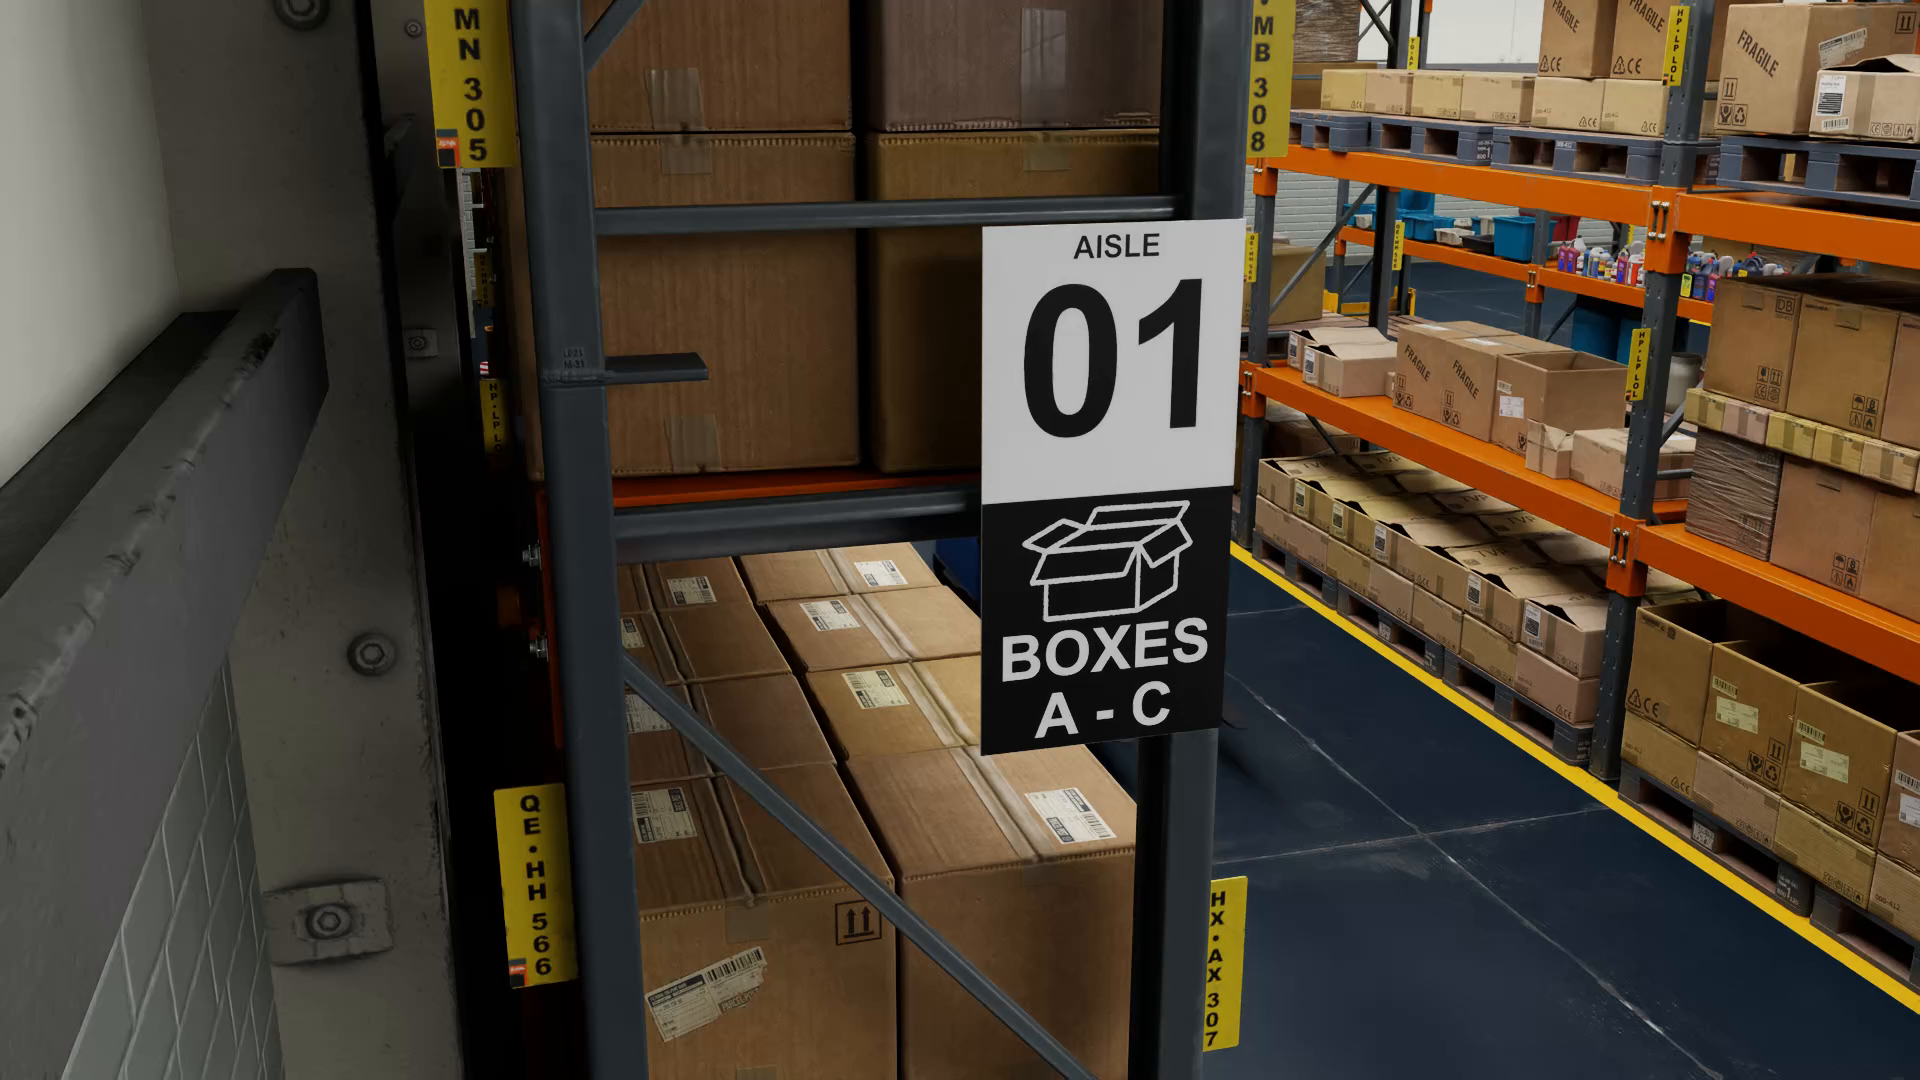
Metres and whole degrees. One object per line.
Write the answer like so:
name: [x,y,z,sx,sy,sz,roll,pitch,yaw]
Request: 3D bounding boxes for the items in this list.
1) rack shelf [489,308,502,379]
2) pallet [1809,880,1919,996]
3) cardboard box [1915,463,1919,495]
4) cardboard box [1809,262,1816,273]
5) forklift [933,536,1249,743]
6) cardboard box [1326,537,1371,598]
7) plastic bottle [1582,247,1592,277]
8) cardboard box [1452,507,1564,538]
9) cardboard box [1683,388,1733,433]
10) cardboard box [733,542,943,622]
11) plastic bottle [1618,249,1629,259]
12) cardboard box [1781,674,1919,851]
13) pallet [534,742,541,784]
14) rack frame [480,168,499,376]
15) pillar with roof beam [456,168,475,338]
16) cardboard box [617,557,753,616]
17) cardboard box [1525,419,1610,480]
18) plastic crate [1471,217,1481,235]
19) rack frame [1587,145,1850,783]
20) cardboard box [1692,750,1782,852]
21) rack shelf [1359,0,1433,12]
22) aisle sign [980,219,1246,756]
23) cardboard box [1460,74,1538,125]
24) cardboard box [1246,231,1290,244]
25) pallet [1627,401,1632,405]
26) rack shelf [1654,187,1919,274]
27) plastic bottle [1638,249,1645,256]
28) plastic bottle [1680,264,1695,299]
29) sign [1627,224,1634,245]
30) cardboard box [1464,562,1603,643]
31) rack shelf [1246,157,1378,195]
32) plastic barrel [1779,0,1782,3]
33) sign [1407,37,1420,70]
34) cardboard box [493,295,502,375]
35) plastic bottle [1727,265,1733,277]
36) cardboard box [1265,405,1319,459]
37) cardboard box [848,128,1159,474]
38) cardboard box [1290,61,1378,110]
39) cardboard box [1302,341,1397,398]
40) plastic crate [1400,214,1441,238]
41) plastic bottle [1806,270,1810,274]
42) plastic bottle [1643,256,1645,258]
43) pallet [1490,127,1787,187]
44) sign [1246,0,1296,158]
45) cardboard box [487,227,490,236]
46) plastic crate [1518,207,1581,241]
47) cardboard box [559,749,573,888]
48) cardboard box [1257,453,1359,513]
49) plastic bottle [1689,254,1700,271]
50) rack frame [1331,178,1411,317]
rack shelf: [-2.836,-1.240,12.117,1.077,0.370,4.000,-5,17,-15]
pallet: [4.092,1.579,6.328,1.003,0.211,1.213,-5,17,-15]
cardboard box: [3.820,-0.231,6.204,0.380,0.149,0.250,-5,17,-17]
cardboard box: [10.550,-2.934,19.469,0.875,0.875,0.875,-5,17,-15]
forklift: [0.701,-0.669,9.086,1.130,2.935,3.031,-4,17,-14]
cardboard box: [2.625,0.142,10.315,0.500,0.250,0.500,-5,17,-17]
plastic bottle: [5.943,-2.630,15.718,0.097,0.271,0.097,0,17,0]
cardboard box: [3.277,-0.030,9.912,0.500,0.311,0.500,-4,17,-14]
cardboard box: [3.462,-0.587,7.390,0.380,0.149,0.250,-5,17,-15]
cardboard box: [-0.346,0.306,4.642,0.500,0.500,0.500,-4,17,-14]
plastic bottle: [6.444,-2.728,16.164,0.097,0.201,0.097,0,17,0]
cardboard box: [3.676,0.868,6.593,0.500,0.500,0.500,-5,17,-15]
pallet: [-1.403,1.195,7.606,1.003,0.211,1.213,-5,17,-15]
rack frame: [-4.485,-3.244,17.539,1.000,3.000,0.127,-5,17,-15]
pillar with roof beam: [-1.919,-7.136,20.068,9.100,9.000,0.400,-5,17,-15]
cardboard box: [-0.835,0.349,4.499,0.500,0.500,0.500,-4,17,-14]
cardboard box: [3.157,-0.482,8.577,0.396,0.266,0.258,-5,17,-17]
plastic crate: [5.852,-3.428,18.338,0.416,0.233,0.300,-5,17,-15]
rack frame: [3.575,-0.318,7.796,1.000,3.000,0.127,-5,17,-15]
cardboard box: [3.543,1.089,7.162,0.500,0.250,0.500,-5,17,-15]
rack shelf: [5.590,-5.812,17.603,1.077,0.370,4.000,-5,17,-15]
aisle sign: [0.220,-0.068,2.444,0.394,0.787,0.004,-5,17,-15]
cardboard box: [3.108,-2.417,9.102,0.500,0.250,0.500,-6,18,-20]
cardboard box: [2.126,-2.107,12.847,0.700,0.500,0.500,-1,17,-5]
pallet: [6.312,-1.369,16.143,1.003,0.211,1.213,-5,17,-15]
rack shelf: [4.124,-0.857,5.626,1.077,0.370,4.000,-5,17,-15]
plastic bottle: [6.617,-2.713,16.114,0.097,0.201,0.097,0,17,0]
plastic bottle: [6.316,-2.241,14.402,0.061,0.283,0.133,-5,17,-15]
sign: [6.669,-3.097,16.566,0.100,0.325,0.005,-5,17,-15]
cardboard box: [3.039,0.297,8.825,0.500,0.311,0.500,-4,17,-14]
rack shelf: [1.926,-3.069,12.993,1.077,0.370,4.000,-5,17,-15]
plastic barrel: [6.756,-4.339,14.368,0.600,0.901,0.708,-5,17,-15]
sign: [3.011,-3.188,11.101,0.100,0.325,0.005,-5,17,-15]
cardboard box: [-2.670,-1.341,10.478,0.500,0.500,0.500,-5,17,-15]
plastic bottle: [6.957,-2.371,14.976,0.097,0.201,0.097,0,17,0]
cardboard box: [2.476,-0.731,12.751,0.500,0.500,0.500,-5,18,-17]
cardboard box: [0.061,-0.425,2.730,0.500,0.500,0.500,-4,17,-14]
cardboard box: [2.323,-3.027,11.426,0.910,0.500,0.500,-5,17,-15]
cardboard box: [2.535,-1.119,10.618,0.500,0.311,0.500,-5,17,-16]
plastic crate: [5.154,-3.518,18.635,0.416,0.233,0.300,-5,17,-15]
plastic bottle: [7.198,-2.161,14.157,0.097,0.271,0.097,0,17,0]
plastic bottle: [6.301,-2.460,15.142,0.152,0.276,0.135,-5,17,-15]
pallet: [3.320,-1.906,8.201,0.805,0.209,1.217,-5,18,-17]
sign: [0.434,-0.717,2.391,0.100,0.325,0.005,-5,17,-15]
cardboard box: [-2.937,-1.981,11.305,0.500,0.250,0.500,-5,17,-17]
plastic crate: [6.136,-3.247,17.333,0.402,0.464,0.583,-5,17,-15]
cardboard box: [-0.840,0.709,4.605,0.500,0.250,0.500,-4,17,-15]
cardboard box: [2.337,-0.409,11.174,0.500,0.311,0.500,-4,17,-13]
plastic bottle: [6.720,-2.483,15.229,0.097,0.271,0.097,0,17,0]
rack frame: [5.041,-4.028,20.146,1.000,3.000,0.127,-5,17,-15]
